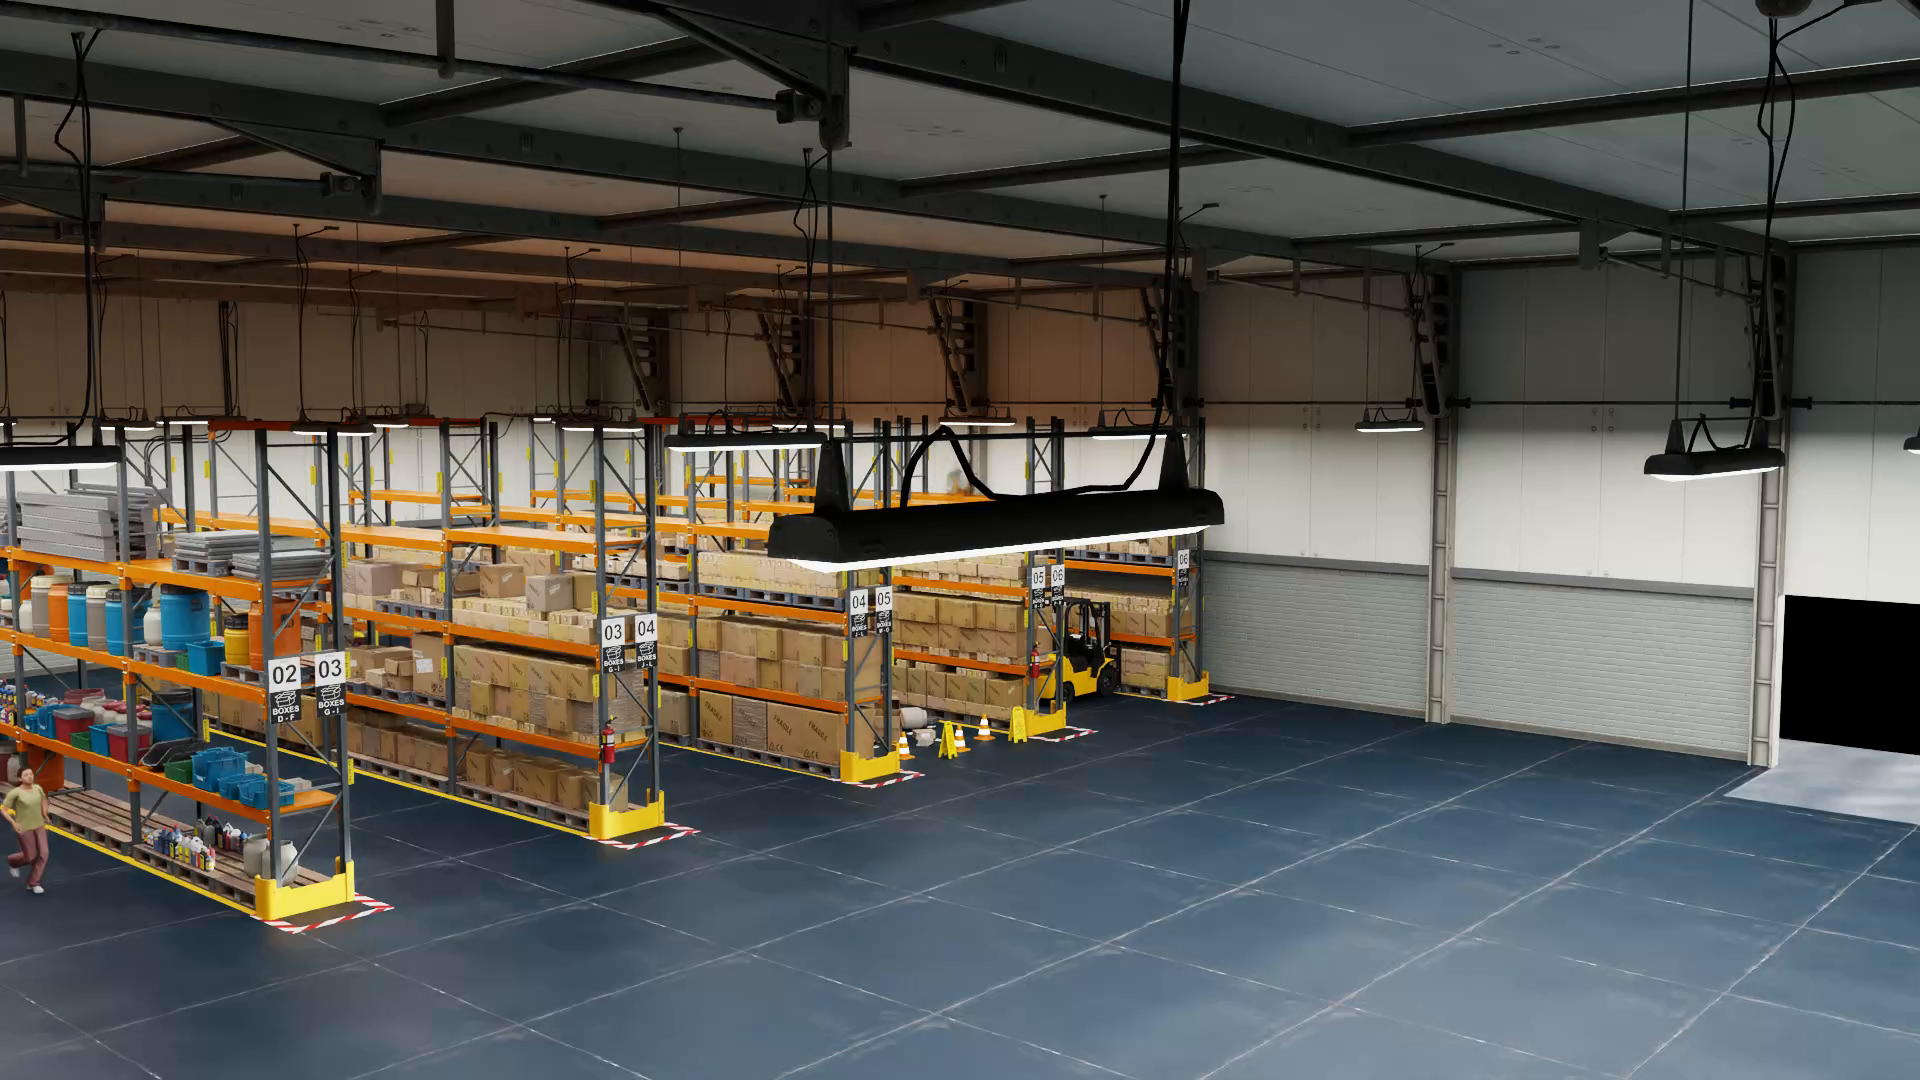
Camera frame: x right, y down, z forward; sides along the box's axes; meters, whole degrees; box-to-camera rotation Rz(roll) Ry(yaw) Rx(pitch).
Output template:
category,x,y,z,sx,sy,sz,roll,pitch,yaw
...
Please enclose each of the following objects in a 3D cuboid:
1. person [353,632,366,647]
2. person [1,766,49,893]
category,x,y,z,sx,sy,sz,roll,pitch,yaw
person,-11.937,2.699,33.078,0.967,1.773,0.699,3,6,36
person,-12.101,3.737,21.581,0.636,1.631,0.588,3,6,31
